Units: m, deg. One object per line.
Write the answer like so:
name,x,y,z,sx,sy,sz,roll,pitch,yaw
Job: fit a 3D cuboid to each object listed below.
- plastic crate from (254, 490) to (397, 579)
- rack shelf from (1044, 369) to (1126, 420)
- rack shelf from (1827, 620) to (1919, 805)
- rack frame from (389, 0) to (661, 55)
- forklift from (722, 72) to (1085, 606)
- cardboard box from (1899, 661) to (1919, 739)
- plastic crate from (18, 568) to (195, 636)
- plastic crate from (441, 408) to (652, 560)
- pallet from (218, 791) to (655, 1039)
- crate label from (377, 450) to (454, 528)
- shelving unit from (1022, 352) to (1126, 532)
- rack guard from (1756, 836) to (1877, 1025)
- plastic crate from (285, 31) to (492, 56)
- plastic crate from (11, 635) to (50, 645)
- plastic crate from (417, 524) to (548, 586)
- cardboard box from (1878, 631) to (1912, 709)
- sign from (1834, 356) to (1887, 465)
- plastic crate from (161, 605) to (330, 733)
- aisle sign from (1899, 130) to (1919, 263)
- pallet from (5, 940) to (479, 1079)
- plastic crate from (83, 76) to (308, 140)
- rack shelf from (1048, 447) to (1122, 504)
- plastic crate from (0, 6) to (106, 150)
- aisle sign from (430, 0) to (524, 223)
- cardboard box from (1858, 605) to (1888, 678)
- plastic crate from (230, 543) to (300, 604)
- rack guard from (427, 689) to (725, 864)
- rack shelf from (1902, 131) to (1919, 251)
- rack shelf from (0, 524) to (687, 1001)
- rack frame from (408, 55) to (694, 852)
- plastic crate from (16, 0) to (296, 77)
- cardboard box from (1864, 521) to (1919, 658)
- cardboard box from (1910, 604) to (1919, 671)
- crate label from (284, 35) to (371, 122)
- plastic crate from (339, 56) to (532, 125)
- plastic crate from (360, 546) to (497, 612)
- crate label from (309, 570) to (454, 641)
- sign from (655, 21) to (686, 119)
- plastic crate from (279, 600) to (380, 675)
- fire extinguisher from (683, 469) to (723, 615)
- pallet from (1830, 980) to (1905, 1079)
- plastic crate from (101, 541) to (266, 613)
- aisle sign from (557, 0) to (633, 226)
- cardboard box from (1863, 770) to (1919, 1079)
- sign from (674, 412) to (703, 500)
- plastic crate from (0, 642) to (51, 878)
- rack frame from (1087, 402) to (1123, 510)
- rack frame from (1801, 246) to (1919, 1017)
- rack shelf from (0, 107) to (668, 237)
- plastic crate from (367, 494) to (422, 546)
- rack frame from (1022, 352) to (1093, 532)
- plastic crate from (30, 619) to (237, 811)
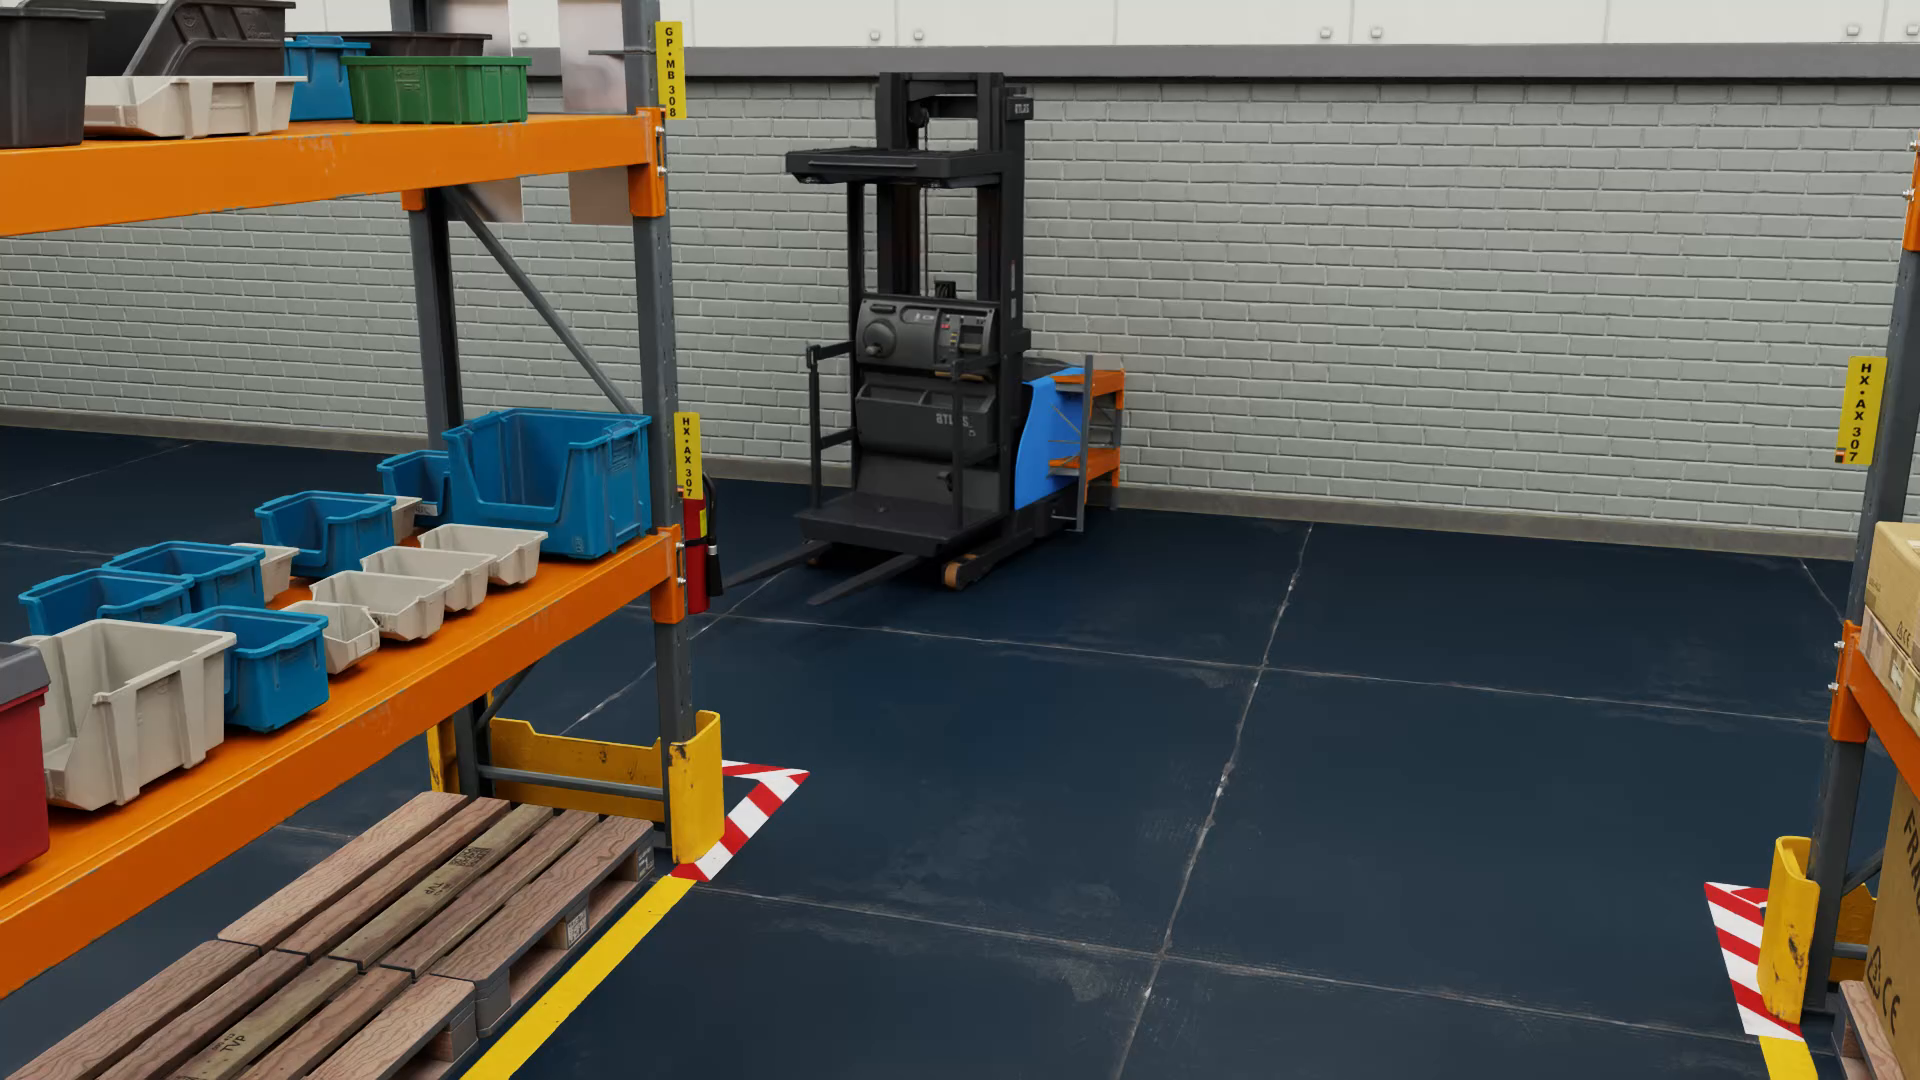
plastic crate,-2.105,-0.007,5.555,0.416,0.233,0.300,5,16,16
rack shelf,0.735,-0.989,11.029,0.538,0.278,1.000,5,10,17
rack shelf,2.648,0.983,3.184,1.077,0.370,4.000,5,16,16
rack frame,-1.532,-3.156,5.466,1.000,3.000,0.127,5,16,16
forklift,-0.317,-1.256,9.887,1.130,2.935,3.031,9,18,28
cardboard box,2.655,0.436,4.255,0.380,0.149,0.250,4,16,15
plastic crate,-2.378,0.244,4.671,0.416,0.233,0.300,5,16,16
plastic crate,-1.449,-0.214,5.912,0.616,0.435,0.499,5,16,16
pallet,-1.804,1.284,5.915,1.003,0.211,1.213,5,16,16
crate label,-1.918,-0.179,6.162,0.416,0.233,0.303,5,16,16
shelving unit,0.722,-0.701,11.076,0.538,1.125,1.048,5,10,17
rack guard,3.223,1.310,5.294,1.175,0.500,0.348,5,16,16
plastic crate,-1.909,-1.571,5.615,0.497,0.269,0.590,5,16,16
plastic crate,-2.463,0.395,4.312,0.293,0.136,0.466,5,16,16
plastic crate,-1.591,0.055,5.511,0.396,0.136,0.243,5,16,16
cardboard box,2.727,0.369,4.491,0.380,0.149,0.250,4,16,15
sign,2.686,-0.385,4.959,0.100,0.325,0.005,5,16,16
plastic crate,-1.870,0.339,4.335,0.416,0.233,0.300,5,16,16
aisle sign,2.949,-1.179,4.724,0.394,0.787,0.004,5,16,16
pallet,-2.153,1.602,4.794,1.003,0.211,1.213,5,16,16
plastic crate,-1.882,-1.027,3.938,0.437,0.136,0.530,5,16,16
rack shelf,0.711,-0.460,11.115,0.538,0.278,1.000,5,10,17
plastic crate,-2.053,-0.908,3.275,0.497,0.269,0.590,5,16,16
aisle sign,-1.797,-1.563,6.078,0.394,0.787,0.004,5,16,16
cardboard box,2.799,0.302,4.728,0.380,0.149,0.250,5,17,17
plastic crate,-2.282,0.122,5.276,0.250,0.136,0.298,5,16,16
rack guard,-1.538,0.925,6.652,1.175,0.500,0.348,5,16,16
rack shelf,2.648,-0.460,2.775,1.077,0.370,4.000,5,16,16
rack shelf,-2.101,0.599,4.538,1.077,0.370,4.000,5,16,16
rack frame,-1.532,-0.270,6.285,1.000,3.000,0.127,5,16,16
plastic crate,-2.230,-1.305,4.550,0.504,0.338,0.767,5,16,16
cardboard box,2.821,0.148,4.542,0.500,0.250,0.500,4,16,14
cardboard box,2.680,0.284,4.060,0.500,0.250,0.500,4,16,15
crate label,-2.105,-1.425,5.133,0.408,0.251,0.502,5,16,16
plastic crate,-1.539,-1.331,4.917,0.450,0.188,0.336,5,16,16
plastic crate,-1.687,0.130,5.248,0.396,0.136,0.243,5,16,16
crate label,-1.743,0.205,4.984,0.396,0.136,0.243,5,16,16
sign,-1.000,-1.624,5.754,0.100,0.325,0.005,5,16,16
plastic crate,-1.809,0.284,4.706,0.298,0.136,0.250,5,16,16
fire extinguisher,-1.054,-0.058,6.361,0.296,0.674,0.183,5,16,16
pallet,3.064,1.671,4.552,1.003,0.211,1.213,5,16,16
plastic crate,-2.292,0.165,4.947,0.416,0.233,0.300,5,16,16
aisle sign,-1.231,-1.517,5.917,0.394,0.787,0.004,5,16,16
cardboard box,3.111,1.108,4.551,0.875,0.875,0.875,5,16,16
sign,-1.000,-0.310,6.127,0.100,0.325,0.005,5,16,16
plastic crate,-2.175,0.503,3.333,0.402,0.464,0.583,5,16,16
rack frame,0.874,-0.771,11.556,0.500,1.125,0.032,5,10,17
rack frame,3.216,0.114,4.931,1.000,3.000,0.127,5,16,16
rack shelf,-2.101,-0.844,4.129,1.077,0.370,4.000,5,16,16
plastic crate,-2.089,-0.056,5.902,0.250,0.136,0.298,5,16,16
rack frame,0.571,-0.630,10.596,0.500,1.125,0.032,5,10,17
plastic crate,-2.059,0.419,3.961,0.437,0.282,0.530,5,16,16
